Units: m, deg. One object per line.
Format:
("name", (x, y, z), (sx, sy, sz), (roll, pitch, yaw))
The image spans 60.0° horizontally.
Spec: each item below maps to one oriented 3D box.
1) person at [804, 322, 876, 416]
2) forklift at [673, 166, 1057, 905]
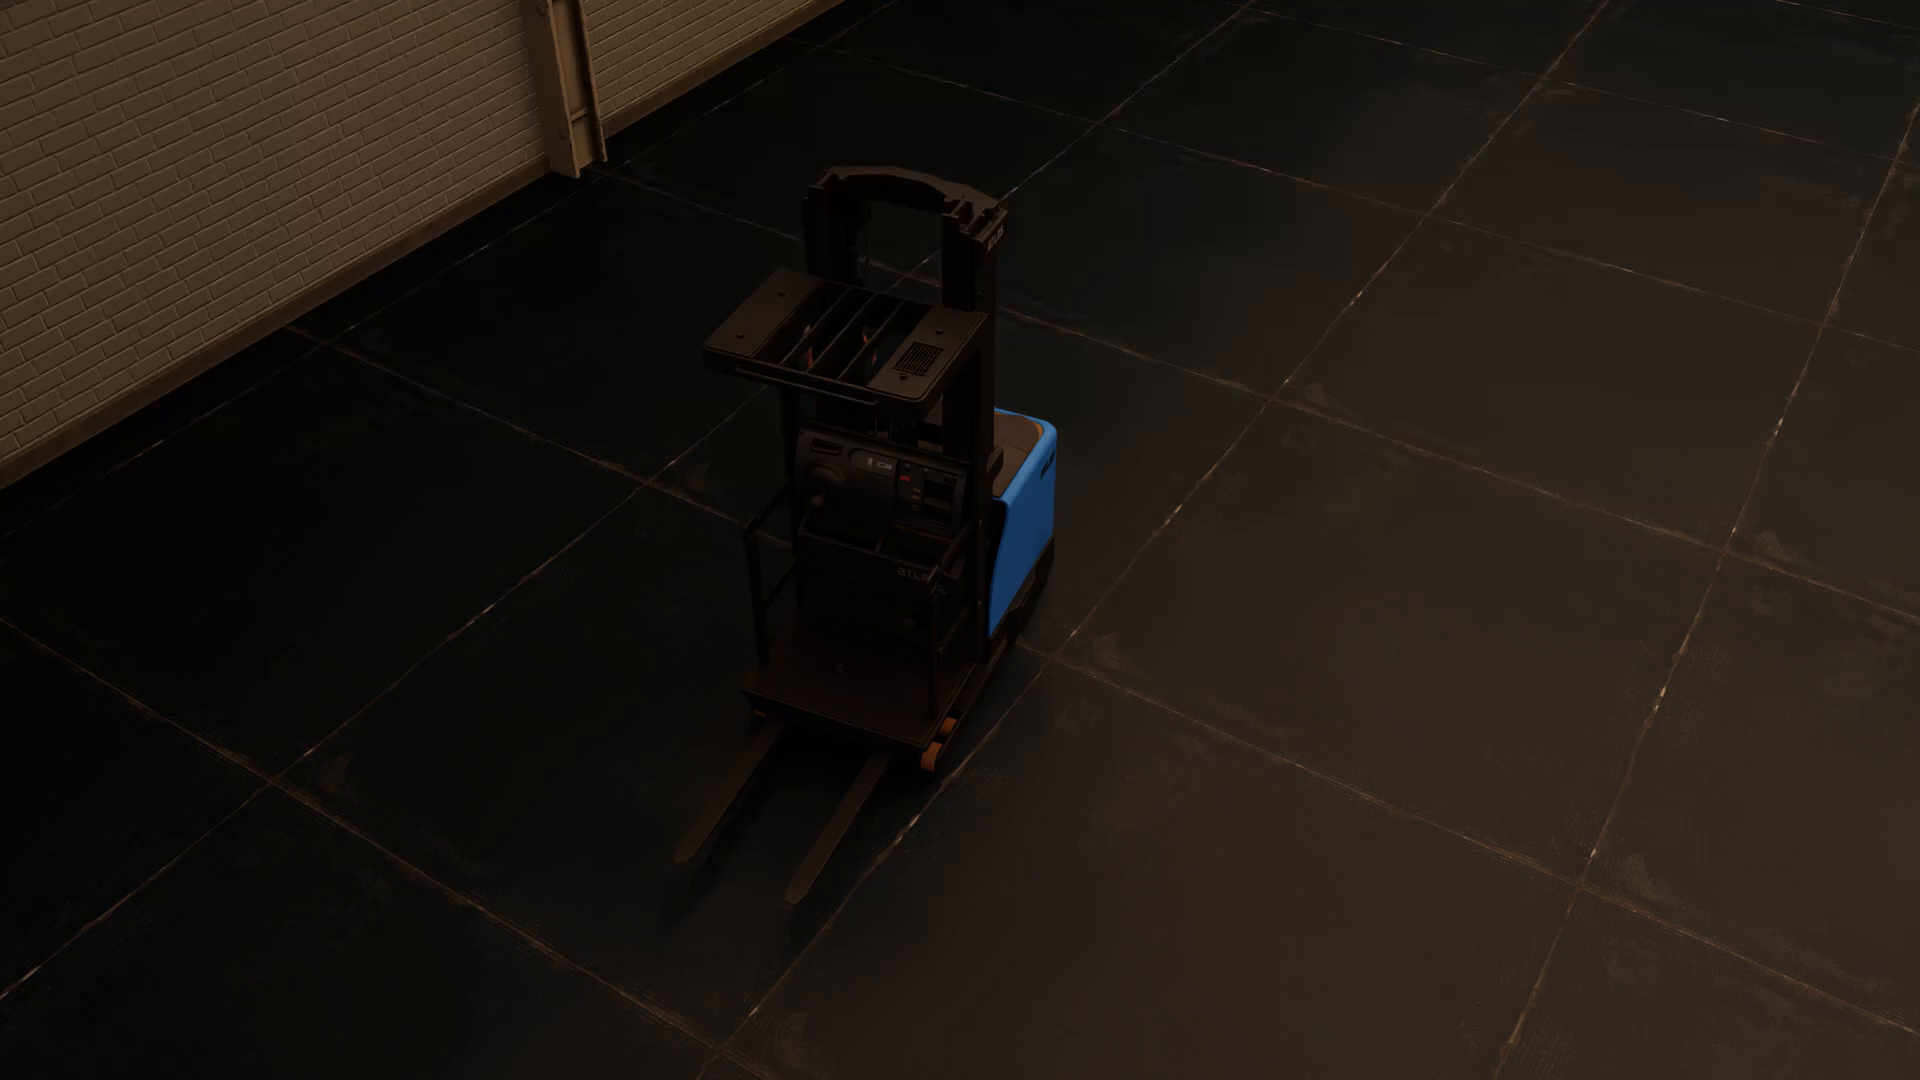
("person", (-0.731, -1.017, 10.160), (0.327, 1.650, 0.679), (14, 42, 16))
("forklift", (-0.486, -0.209, 8.213), (1.130, 2.935, 3.031), (16, 43, 18))
